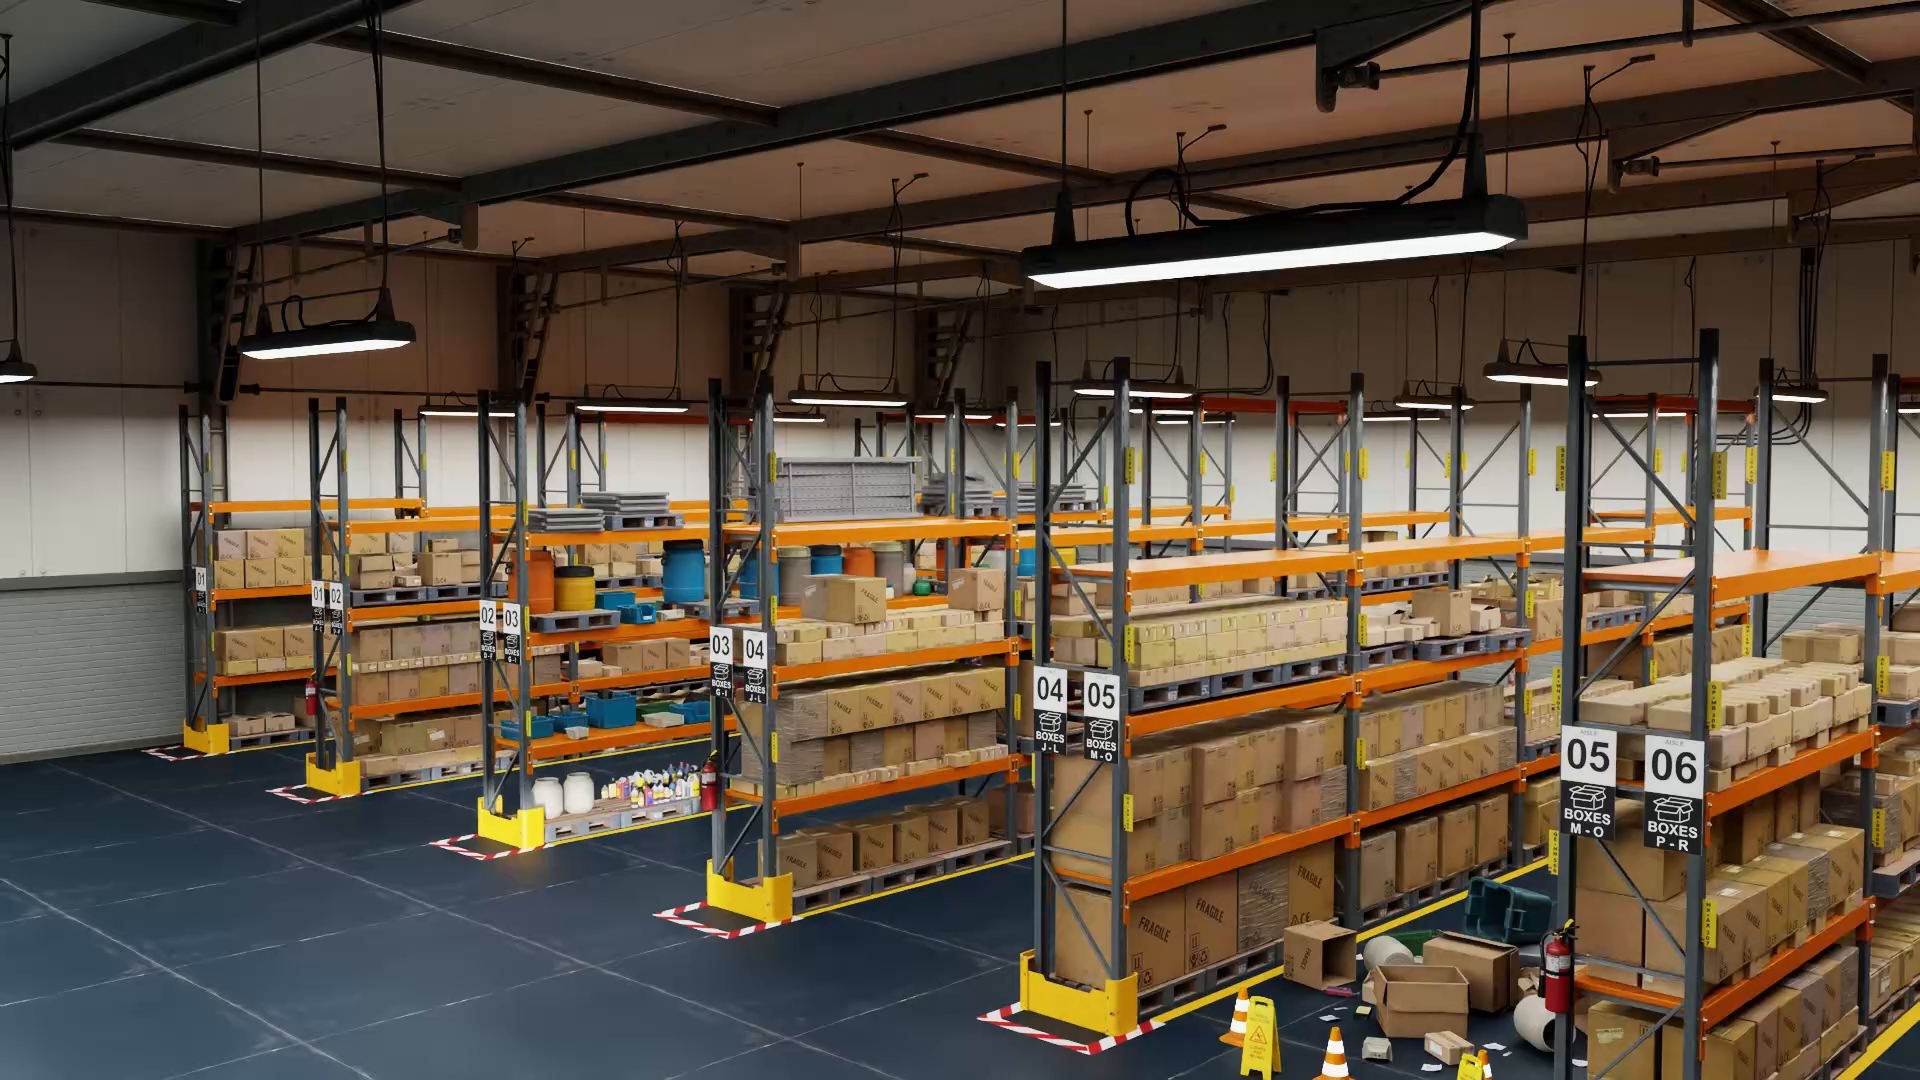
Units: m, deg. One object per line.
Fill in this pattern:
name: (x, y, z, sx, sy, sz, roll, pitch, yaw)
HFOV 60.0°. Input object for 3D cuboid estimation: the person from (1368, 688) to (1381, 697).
person: (6.228, 3.047, 25.317, 0.401, 1.618, 0.509, 1, 3, 19)

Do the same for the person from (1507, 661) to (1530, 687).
person: (9.903, 2.724, 29.450, 0.660, 1.808, 0.382, -3, 4, -40)
